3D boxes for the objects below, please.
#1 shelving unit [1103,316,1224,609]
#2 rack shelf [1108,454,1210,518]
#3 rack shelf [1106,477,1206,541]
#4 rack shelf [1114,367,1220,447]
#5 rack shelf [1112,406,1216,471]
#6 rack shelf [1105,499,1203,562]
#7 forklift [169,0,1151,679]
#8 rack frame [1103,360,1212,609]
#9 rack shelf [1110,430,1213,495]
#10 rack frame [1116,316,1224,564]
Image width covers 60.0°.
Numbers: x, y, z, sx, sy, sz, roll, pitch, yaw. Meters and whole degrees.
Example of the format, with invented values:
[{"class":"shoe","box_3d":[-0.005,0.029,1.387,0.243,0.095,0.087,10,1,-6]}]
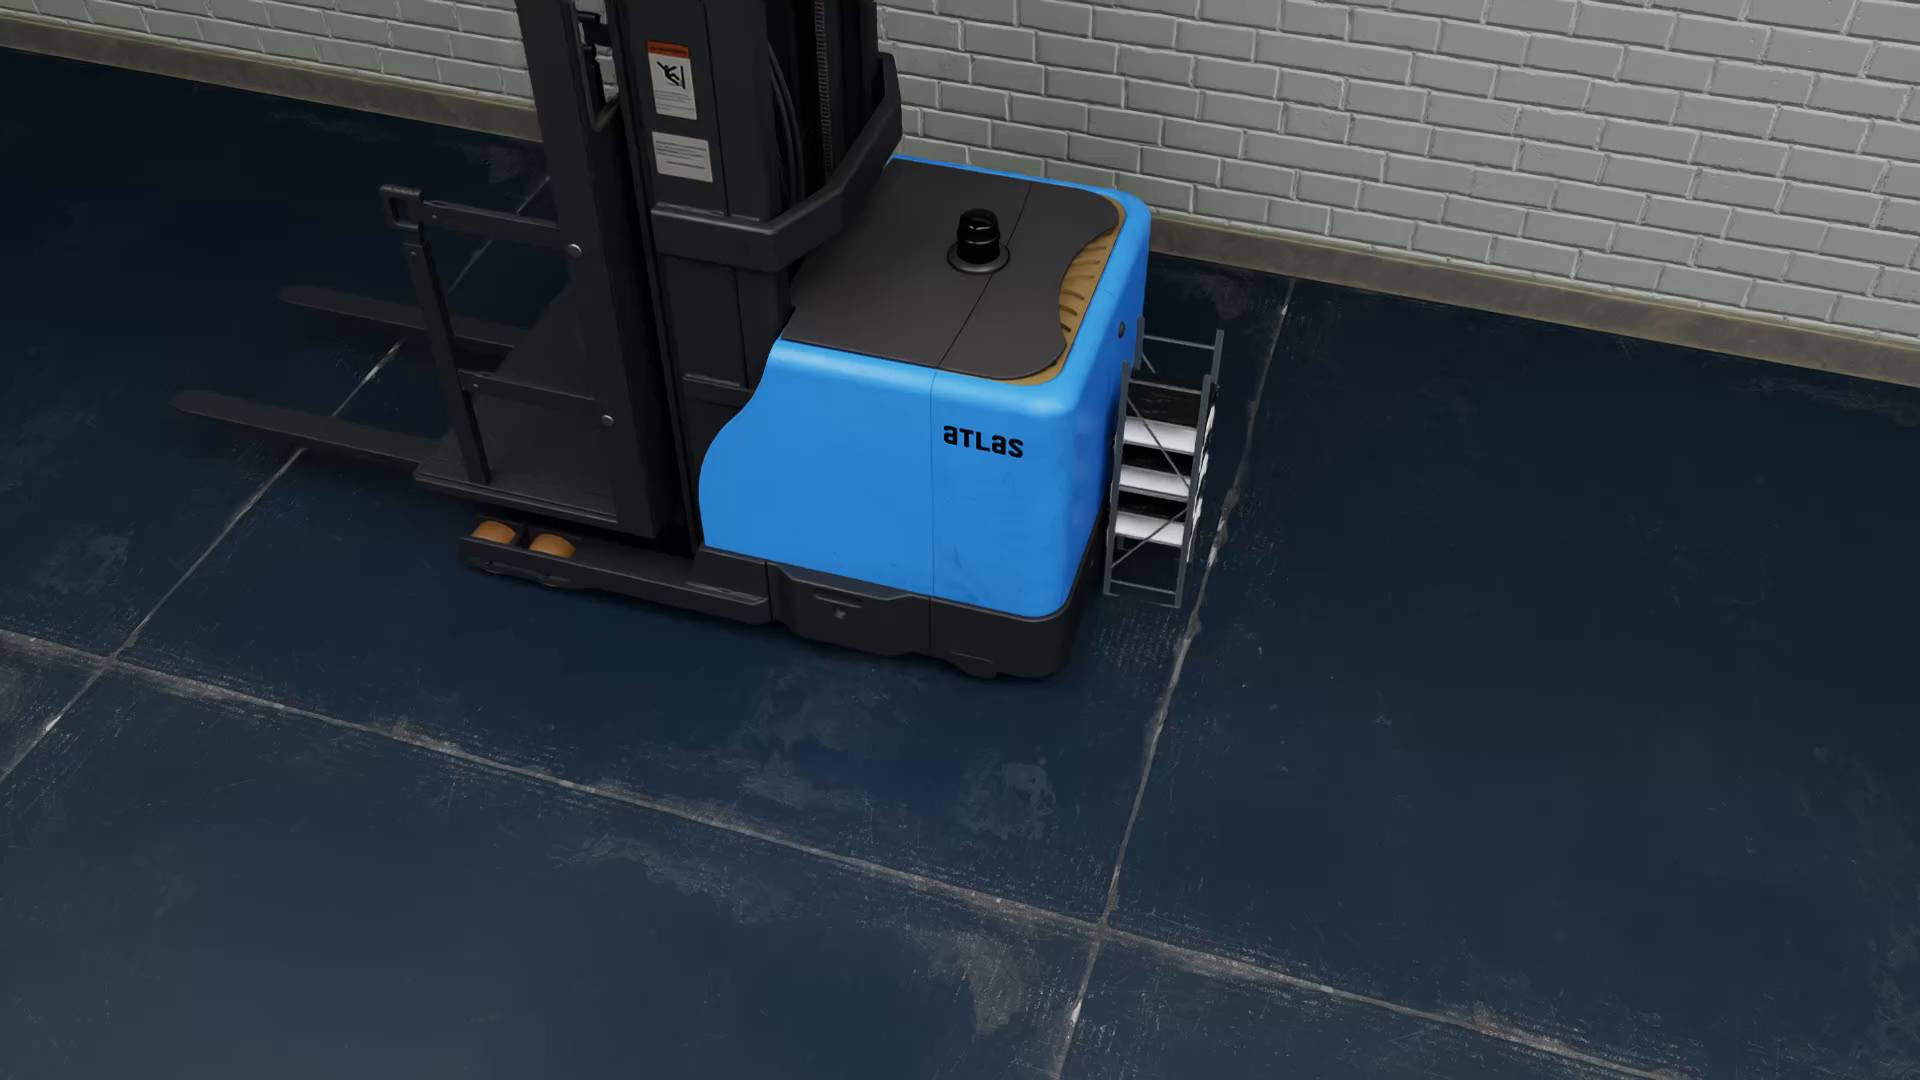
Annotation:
[{"class":"shelving unit","box_3d":[0.580,-0.204,4.815,0.258,0.900,0.210,11,45,11]},{"class":"rack shelf","box_3d":[0.580,-0.181,4.839,0.258,0.077,0.200,11,45,11]},{"class":"rack shelf","box_3d":[0.580,-0.116,4.902,0.258,0.077,0.200,11,45,11]},{"class":"rack shelf","box_3d":[0.580,-0.373,4.650,0.258,0.077,0.200,11,45,11]},{"class":"rack shelf","box_3d":[0.580,-0.309,4.713,0.258,0.077,0.200,11,45,11]},{"class":"rack shelf","box_3d":[0.580,-0.052,4.965,0.258,0.077,0.200,11,45,11]},{"class":"forklift","box_3d":[-1.018,-1.243,4.425,3.031,2.935,1.130,12,46,12]},{"class":"rack frame","box_3d":[0.552,-0.136,4.745,0.240,0.900,0.006,11,45,11]},{"class":"rack shelf","box_3d":[0.580,-0.245,4.776,0.258,0.077,0.200,11,45,11]},{"class":"rack frame","box_3d":[0.607,-0.273,4.885,0.240,0.900,0.006,11,45,11]}]
